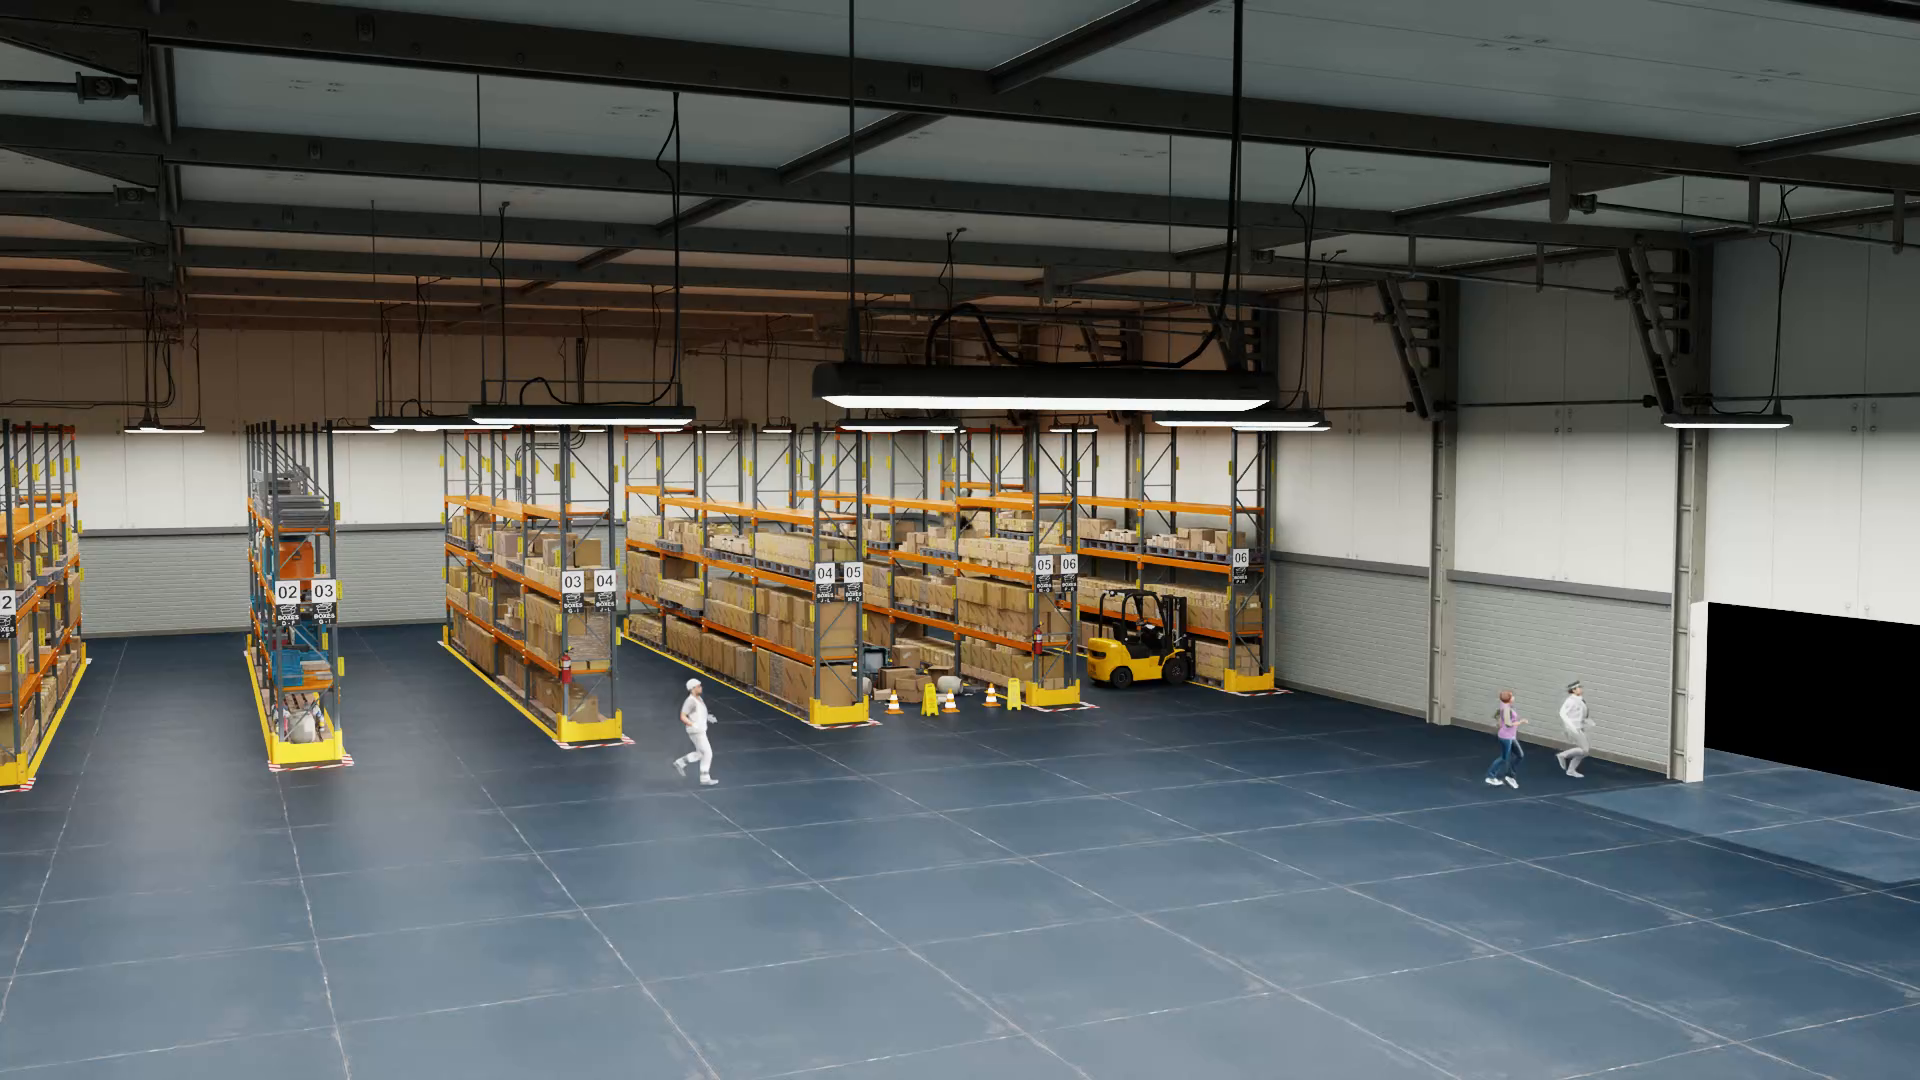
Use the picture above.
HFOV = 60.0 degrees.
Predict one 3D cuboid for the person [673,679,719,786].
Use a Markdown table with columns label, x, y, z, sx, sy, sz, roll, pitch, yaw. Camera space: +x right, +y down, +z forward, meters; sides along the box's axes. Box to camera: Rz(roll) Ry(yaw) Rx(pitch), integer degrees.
| label | x | y | z | sx | sy | sz | roll | pitch | yaw |
| --- | --- | --- | --- | --- | --- | --- | --- | --- | --- |
| person | -4.347 | 3.146 | 27.247 | 0.786 | 1.748 | 0.663 | 0 | 4 | 6 |

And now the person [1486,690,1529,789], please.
| label | x | y | z | sx | sy | sz | roll | pitch | yaw |
| --- | --- | --- | --- | --- | --- | --- | --- | --- | --- |
| person | 8.892 | 3.234 | 26.995 | 0.661 | 1.624 | 0.514 | 1 | 4 | 22 |

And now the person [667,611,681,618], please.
| label | x | y | z | sx | sy | sz | roll | pitch | yaw |
| --- | --- | --- | --- | --- | --- | --- | --- | --- | --- |
| person | -8.529 | 1.768 | 49.087 | 0.920 | 1.777 | 0.698 | 2 | 4 | 32 |

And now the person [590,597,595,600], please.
| label | x | y | z | sx | sy | sz | roll | pitch | yaw |
| --- | --- | --- | --- | --- | --- | --- | --- | --- | --- |
| person | -10.570 | 1.864 | 48.288 | 0.852 | 1.673 | 0.585 | 2 | 4 | 28 |

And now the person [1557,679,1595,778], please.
| label | x | y | z | sx | sy | sz | roll | pitch | yaw |
| --- | --- | --- | --- | --- | --- | --- | --- | --- | --- |
| person | 10.343 | 3.159 | 27.903 | 0.549 | 1.649 | 0.614 | 3 | 5 | 38 |
